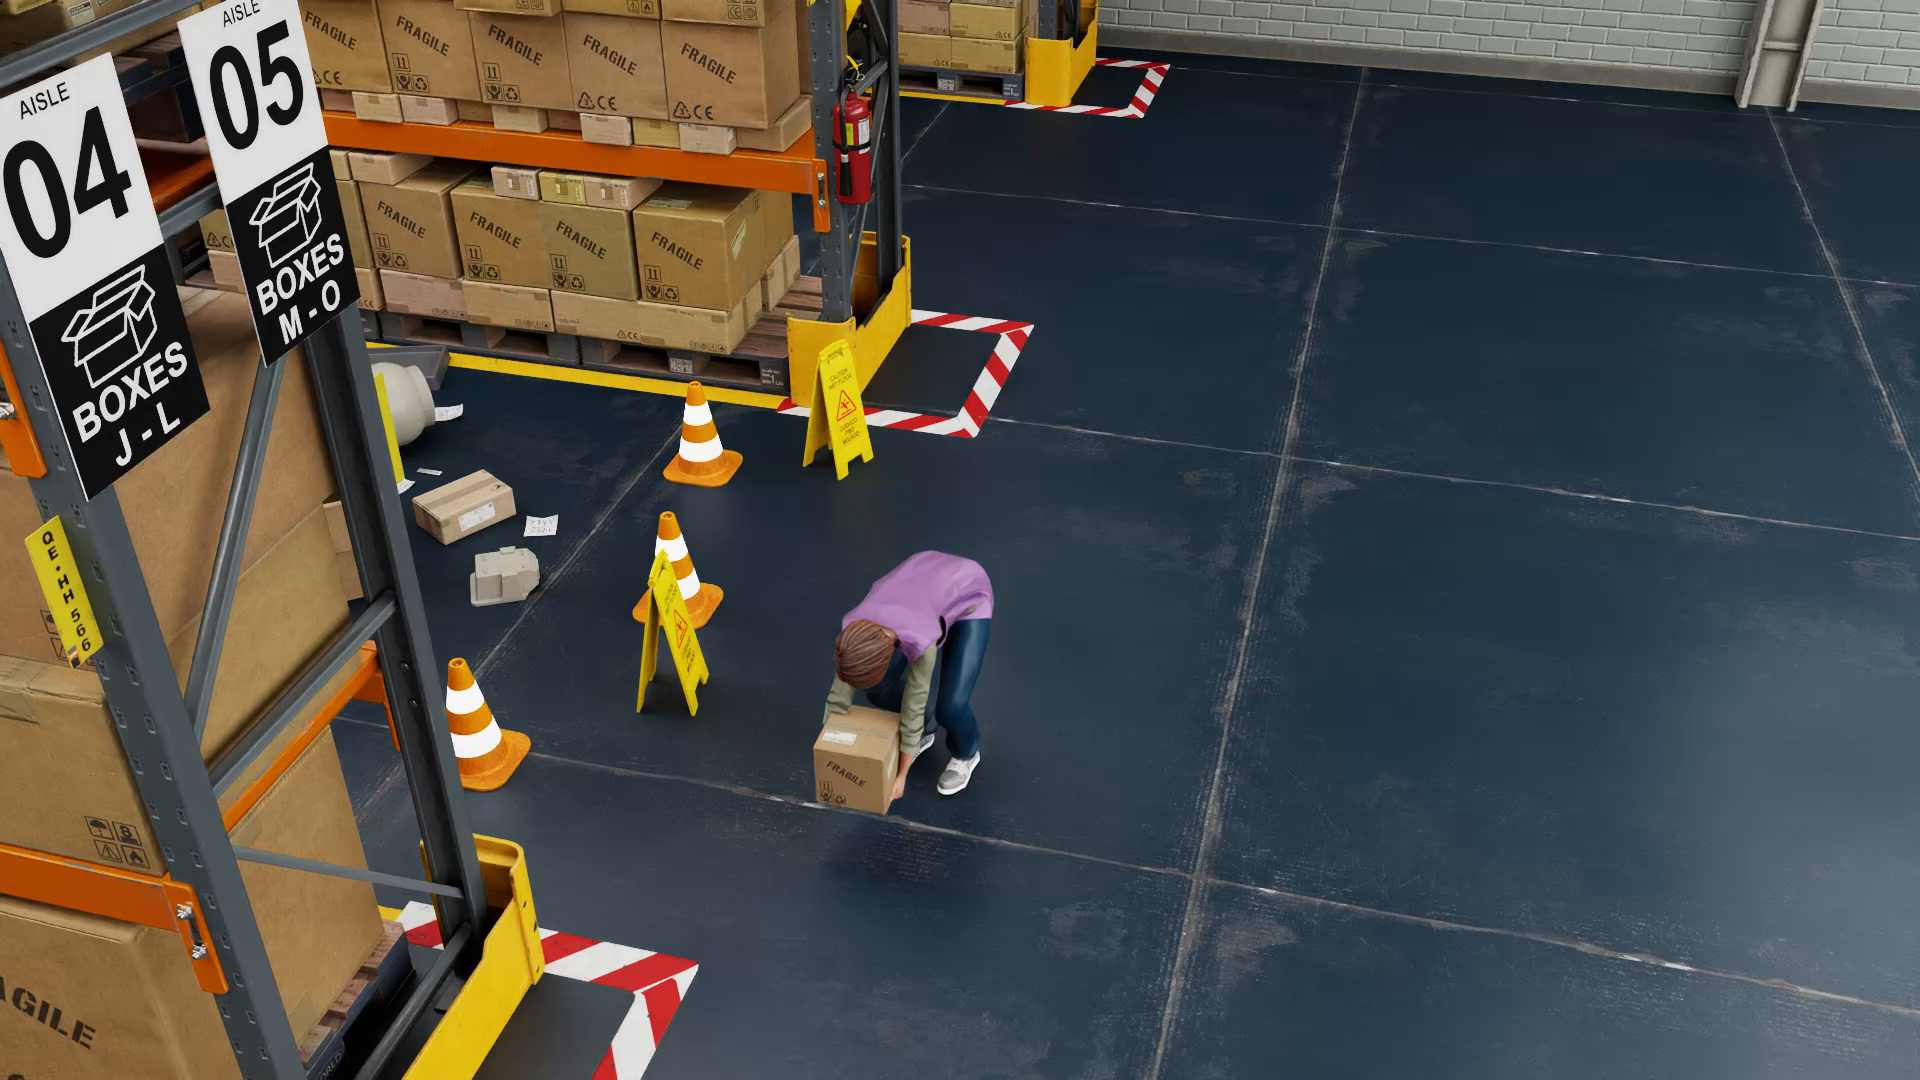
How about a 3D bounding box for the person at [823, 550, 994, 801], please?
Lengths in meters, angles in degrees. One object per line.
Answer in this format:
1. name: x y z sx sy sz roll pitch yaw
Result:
1. person: -0.176 0.531 5.922 0.423 0.960 0.863 17 37 24
